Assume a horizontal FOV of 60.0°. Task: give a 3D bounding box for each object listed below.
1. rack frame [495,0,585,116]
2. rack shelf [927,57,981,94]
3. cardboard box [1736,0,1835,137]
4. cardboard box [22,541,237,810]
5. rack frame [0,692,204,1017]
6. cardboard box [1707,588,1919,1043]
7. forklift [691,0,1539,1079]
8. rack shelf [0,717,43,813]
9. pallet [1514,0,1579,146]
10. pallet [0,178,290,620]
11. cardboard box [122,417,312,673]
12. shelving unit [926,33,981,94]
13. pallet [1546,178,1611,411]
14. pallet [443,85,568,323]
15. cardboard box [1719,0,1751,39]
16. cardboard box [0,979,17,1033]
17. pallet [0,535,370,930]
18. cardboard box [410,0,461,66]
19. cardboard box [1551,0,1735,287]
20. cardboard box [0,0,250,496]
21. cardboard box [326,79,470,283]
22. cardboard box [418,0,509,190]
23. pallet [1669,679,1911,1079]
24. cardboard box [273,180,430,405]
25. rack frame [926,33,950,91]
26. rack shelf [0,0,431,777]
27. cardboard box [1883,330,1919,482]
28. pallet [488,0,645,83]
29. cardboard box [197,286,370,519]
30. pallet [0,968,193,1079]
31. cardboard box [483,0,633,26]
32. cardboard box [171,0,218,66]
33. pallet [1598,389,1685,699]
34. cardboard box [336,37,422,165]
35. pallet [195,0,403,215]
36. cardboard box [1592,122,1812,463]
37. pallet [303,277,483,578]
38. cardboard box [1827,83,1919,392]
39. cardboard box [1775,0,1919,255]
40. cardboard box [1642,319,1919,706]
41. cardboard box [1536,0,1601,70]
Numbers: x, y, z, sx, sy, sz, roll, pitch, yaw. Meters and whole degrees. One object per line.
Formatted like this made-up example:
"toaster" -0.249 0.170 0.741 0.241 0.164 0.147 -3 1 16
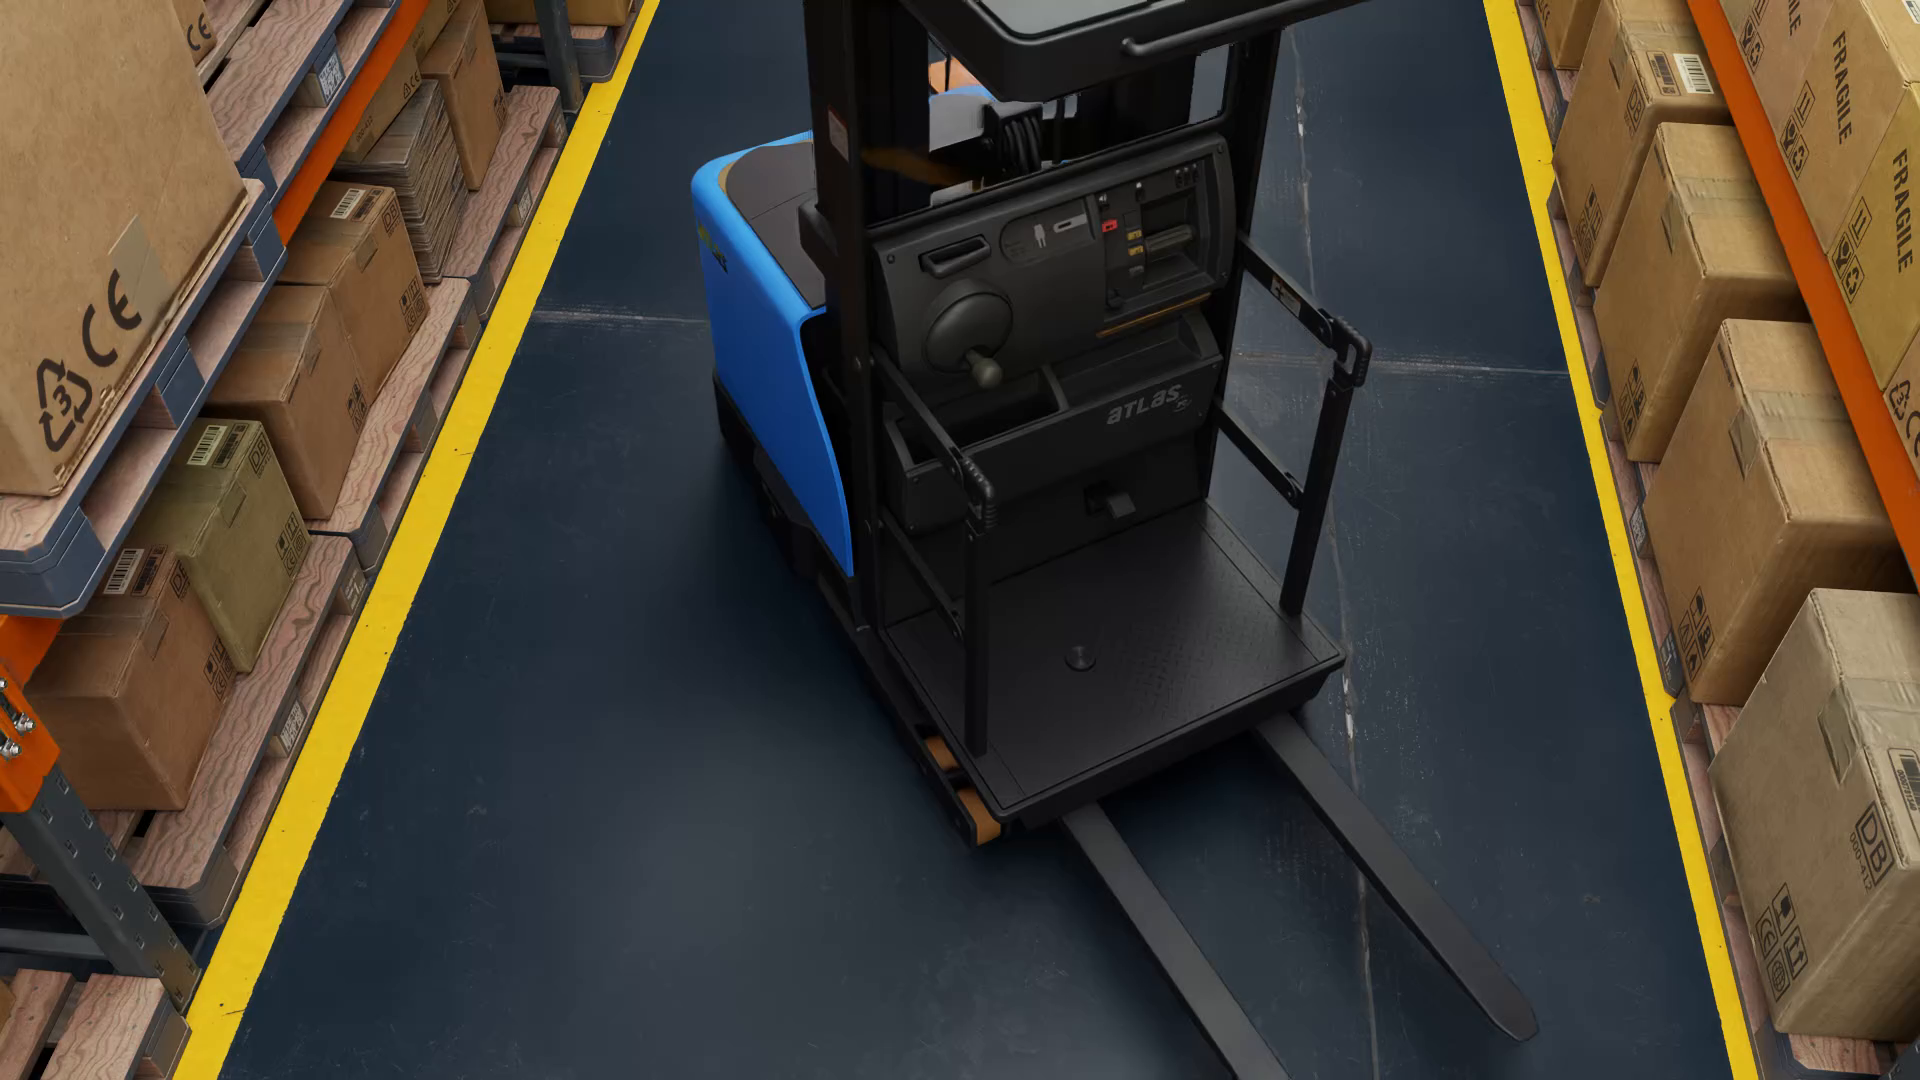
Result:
"rack frame" -2.068 -2.837 5.812 1.000 3.000 0.127 4 48 4
"rack shelf" -0.018 -1.433 5.314 0.180 0.103 0.258 -19 50 -20
"cardboard box" 2.463 -1.407 4.436 0.500 0.500 0.500 4 48 3
"cardboard box" -2.355 0.347 4.295 0.700 0.500 0.500 1 48 1
"rack frame" -2.432 0.102 3.124 1.000 3.000 0.127 4 48 4
"cardboard box" 2.465 0.665 3.849 1.050 0.750 0.750 4 48 3
"forklift" 0.349 -0.555 3.771 1.130 2.935 3.031 -22 51 -19
"rack shelf" -2.615 1.815 2.045 1.077 0.370 4.000 4 48 4
"pallet" 2.935 -2.062 6.993 1.003 0.211 1.213 4 48 4
"pallet" -2.218 -0.385 3.699 1.003 0.211 1.213 4 48 4
"cardboard box" -2.293 -0.002 4.615 0.700 0.500 0.500 4 48 3
"shelving unit" -0.033 -1.214 5.541 0.189 1.200 0.258 -19 50 -20
"pallet" 2.715 -0.914 5.943 1.003 0.211 1.213 4 48 4
"pallet" -2.140 -1.322 6.316 1.003 0.211 1.213 4 48 4
"cardboard box" 2.509 -1.778 4.775 0.500 0.500 0.500 3 48 3
"cardboard box" -2.509 1.095 3.625 0.500 0.500 0.500 3 48 2
"pallet" -2.363 0.471 4.676 1.003 0.211 1.213 4 48 4
"cardboard box" -2.099 -1.901 5.843 0.500 0.250 0.500 6 48 5
"cardboard box" 2.717 -1.371 5.711 1.050 0.750 0.750 3 48 3
"cardboard box" -2.221 -0.817 3.273 1.000 1.000 1.000 4 48 4
"cardboard box" -2.147 -1.240 5.747 0.700 0.500 0.500 0 48 0
"cardboard box" -2.109 -1.648 6.121 0.700 0.500 0.500 2 48 1
"pallet" 2.493 0.879 4.303 1.003 0.211 1.213 4 48 4
"cardboard box" -2.192 -0.823 5.366 0.700 0.500 0.500 7 48 7
"rack frame" -0.114 -1.187 5.509 0.006 1.200 0.240 -19 50 -20
"rack shelf" -2.250 -1.125 4.734 1.077 0.370 4.000 4 48 4
"cardboard box" 2.325 -0.297 3.421 0.500 0.500 0.500 3 48 3
"pallet" -1.921 -2.470 7.366 1.003 0.211 1.213 4 48 4
"cardboard box" -2.242 -0.413 4.991 0.700 0.500 0.500 0 48 0
"pallet" -2.458 1.539 3.699 1.003 0.211 1.213 4 48 4
"cardboard box" -1.984 -2.768 6.904 1.225 0.875 0.875 2 48 2
"cardboard box" -2.366 -1.355 4.102 0.797 0.503 0.637 8 48 8
"pallet" 2.602 -0.020 5.125 1.003 0.211 1.213 4 48 4
"cardboard box" -2.137 -1.510 5.486 0.500 0.250 0.500 9 48 8
"pallet" -2.207 -1.315 4.550 1.003 0.211 1.213 4 48 4
"cardboard box" 2.641 -0.728 5.123 1.050 0.750 0.750 5 48 4
"pallet" -2.254 -0.428 5.498 1.003 0.211 1.213 4 48 4
"cardboard box" 2.371 -0.668 3.760 0.500 0.500 0.500 4 48 4
"cardboard box" 2.415 -1.041 4.102 0.500 0.500 0.500 3 48 3
"cardboard box" 2.556 -0.043 4.497 1.050 0.750 0.750 4 48 4
"cardboard box" 2.662 -2.229 6.665 0.500 0.500 0.500 4 48 3
